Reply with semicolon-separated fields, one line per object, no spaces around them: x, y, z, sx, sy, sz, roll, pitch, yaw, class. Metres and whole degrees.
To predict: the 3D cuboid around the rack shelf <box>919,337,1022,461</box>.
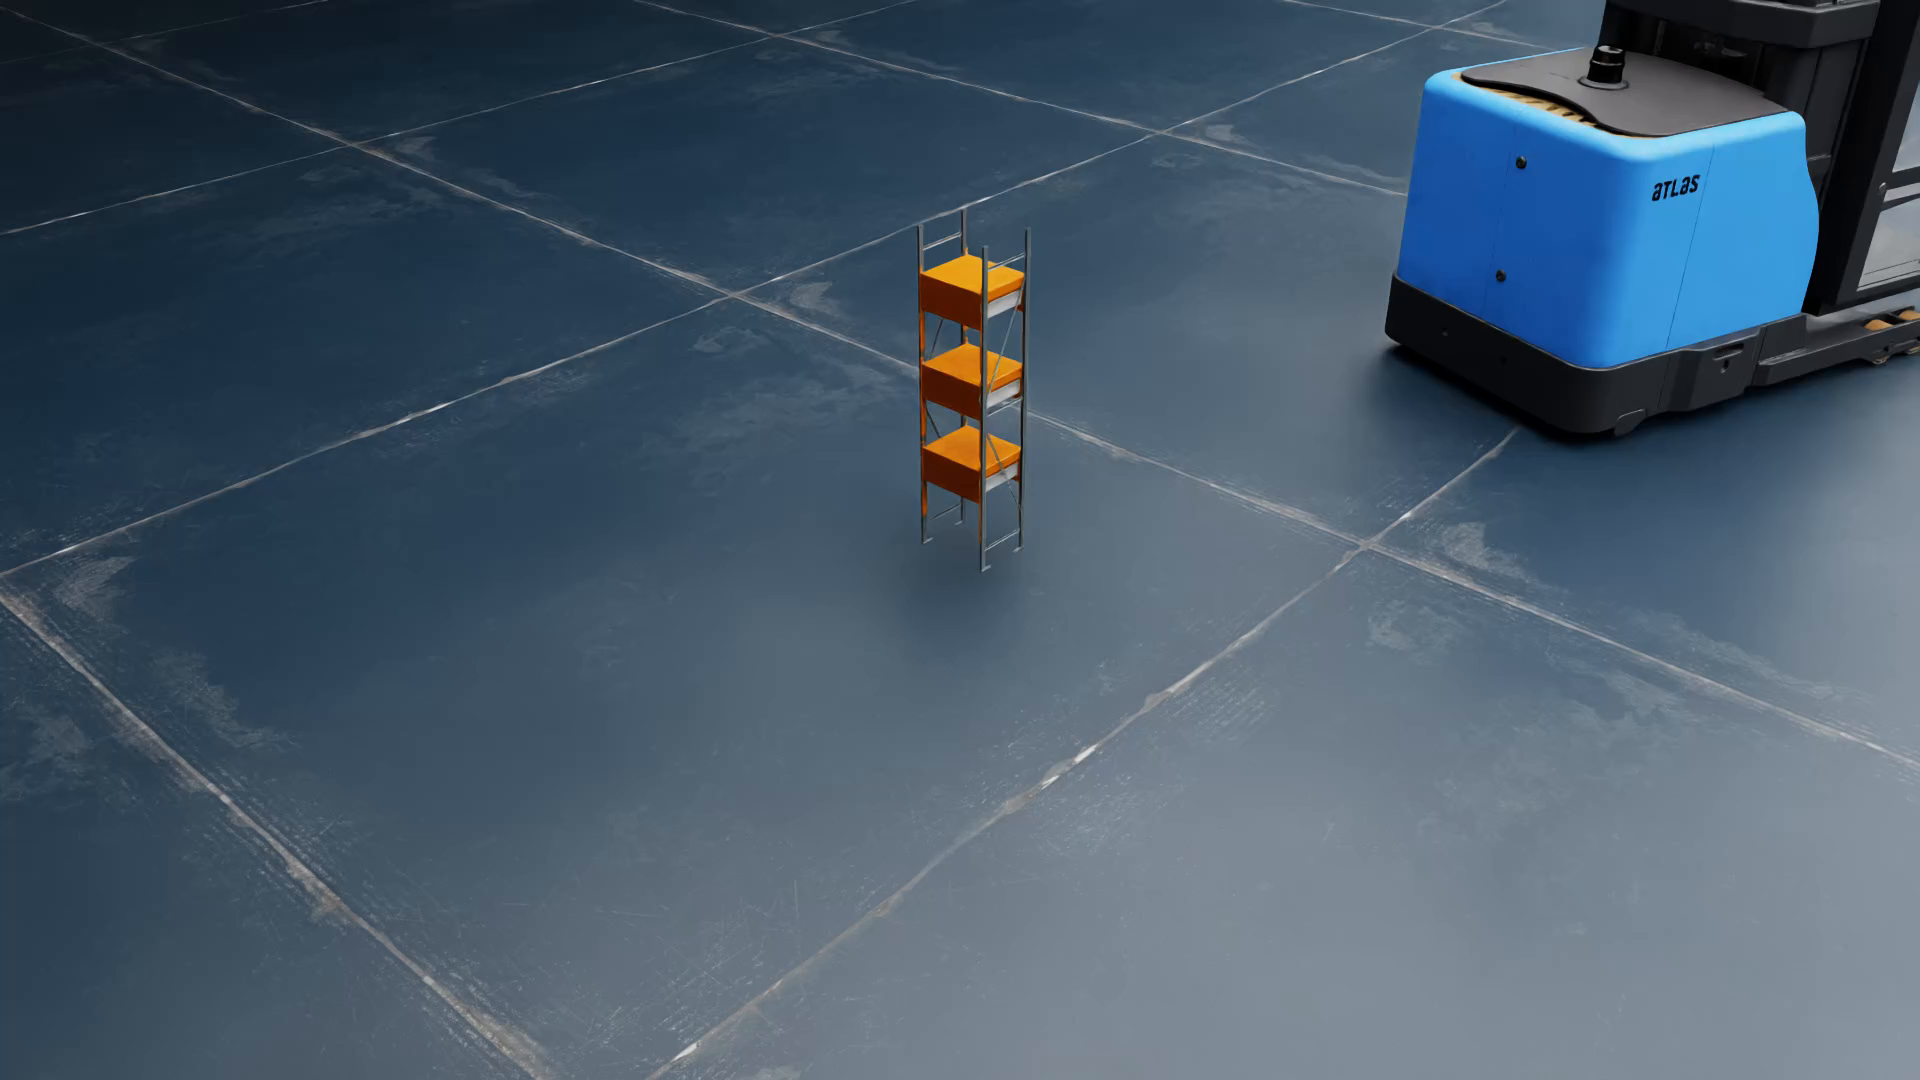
0.040;-0.422;4.954;0.240;0.259;0.215;25;39;35;rack shelf

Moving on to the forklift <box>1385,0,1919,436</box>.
3.189;-2.151;5.981;3.031;2.935;1.130;-16;34;-24;forklift

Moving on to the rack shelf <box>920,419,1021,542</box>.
0.040;-0.184;5.097;0.240;0.259;0.215;25;39;35;rack shelf

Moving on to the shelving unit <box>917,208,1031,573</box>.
0.040;-0.431;4.948;0.252;1.050;0.215;25;39;35;shelving unit

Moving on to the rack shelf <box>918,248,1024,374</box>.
0.040;-0.665;4.808;0.240;0.259;0.215;25;39;35;rack shelf

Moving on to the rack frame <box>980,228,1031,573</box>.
0.130;-0.389;4.878;0.008;1.050;0.200;25;39;35;rack frame

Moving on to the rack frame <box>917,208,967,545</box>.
-0.051;-0.473;5.019;0.008;1.050;0.200;25;39;35;rack frame
